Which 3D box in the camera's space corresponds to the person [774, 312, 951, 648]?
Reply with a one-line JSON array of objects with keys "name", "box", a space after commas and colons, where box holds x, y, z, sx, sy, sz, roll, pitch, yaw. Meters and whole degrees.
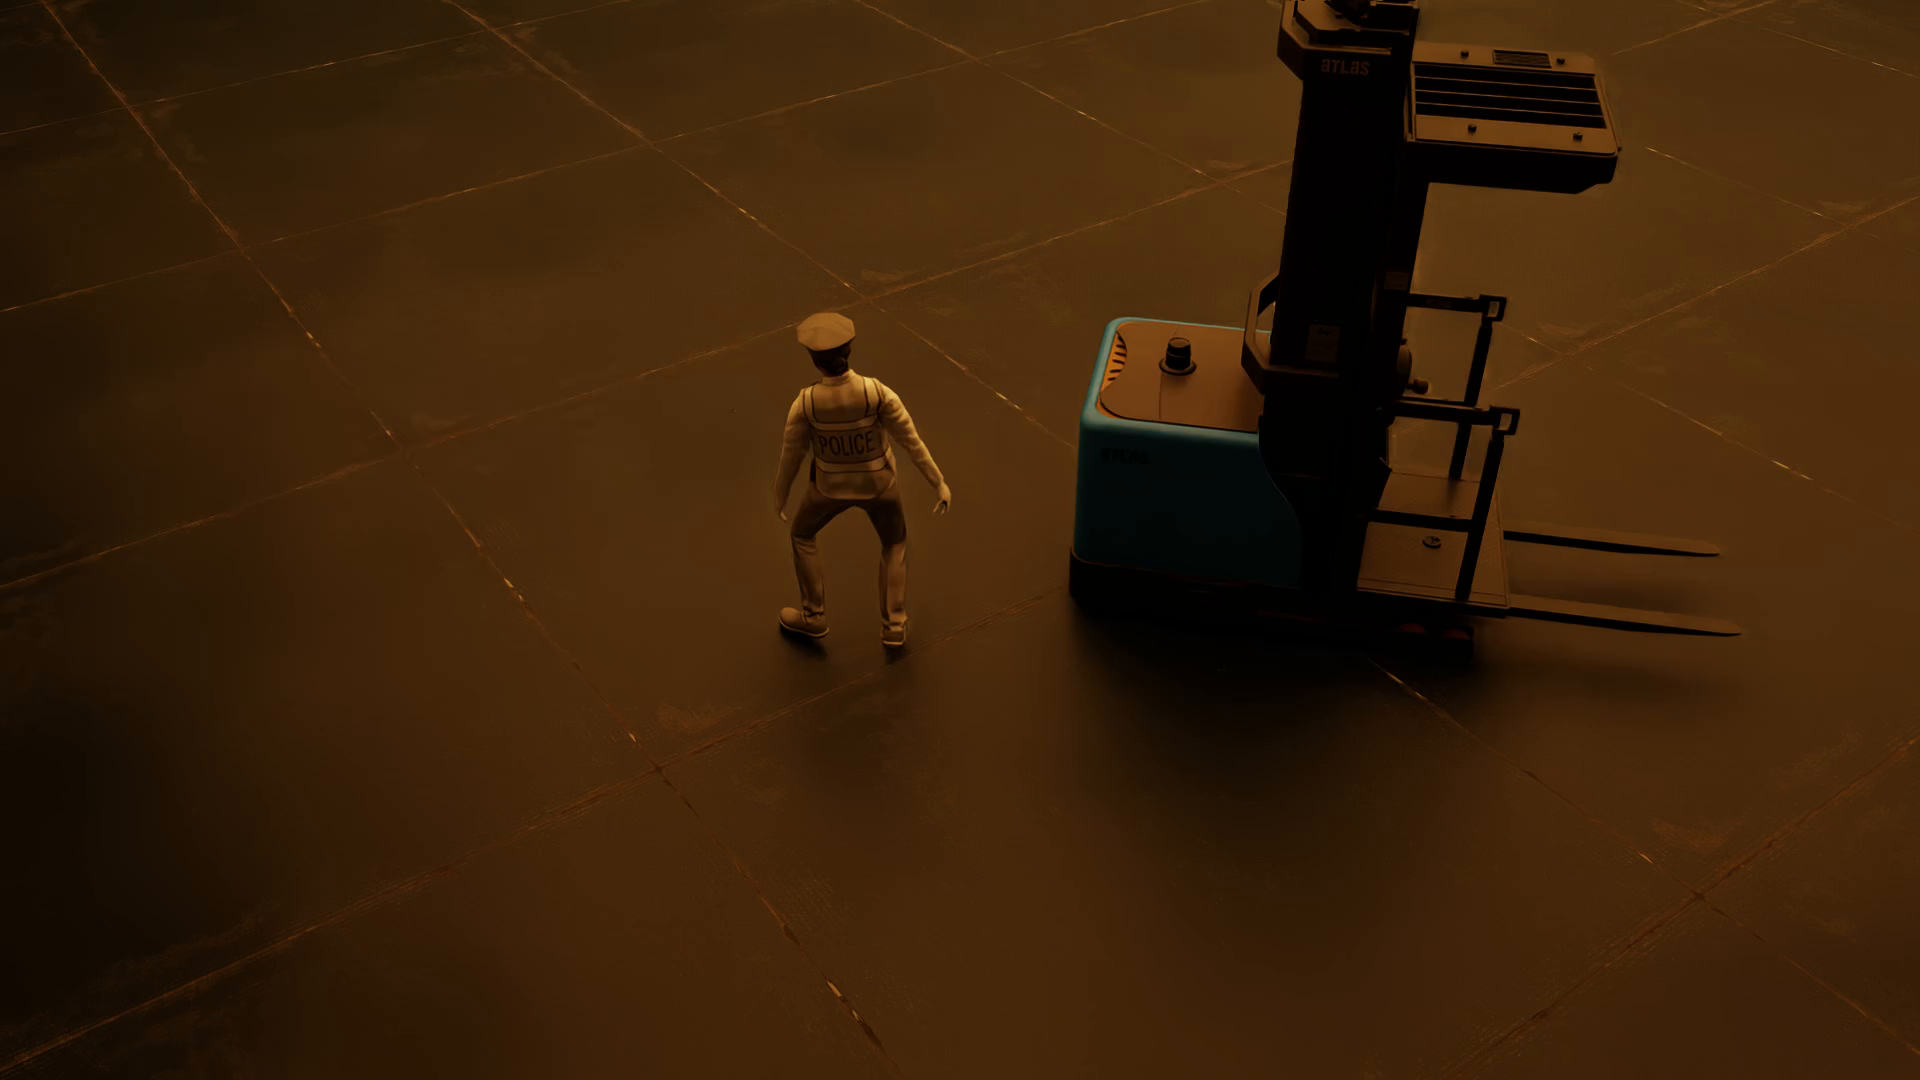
[{"name": "person", "box": [-0.446, -0.212, 7.341, 0.814, 1.595, 0.464, 0, 36, 0]}]

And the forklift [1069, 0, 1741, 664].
[{"name": "forklift", "box": [2.091, -0.953, 7.234, 3.031, 2.935, 1.130, 7, 37, 9]}]
